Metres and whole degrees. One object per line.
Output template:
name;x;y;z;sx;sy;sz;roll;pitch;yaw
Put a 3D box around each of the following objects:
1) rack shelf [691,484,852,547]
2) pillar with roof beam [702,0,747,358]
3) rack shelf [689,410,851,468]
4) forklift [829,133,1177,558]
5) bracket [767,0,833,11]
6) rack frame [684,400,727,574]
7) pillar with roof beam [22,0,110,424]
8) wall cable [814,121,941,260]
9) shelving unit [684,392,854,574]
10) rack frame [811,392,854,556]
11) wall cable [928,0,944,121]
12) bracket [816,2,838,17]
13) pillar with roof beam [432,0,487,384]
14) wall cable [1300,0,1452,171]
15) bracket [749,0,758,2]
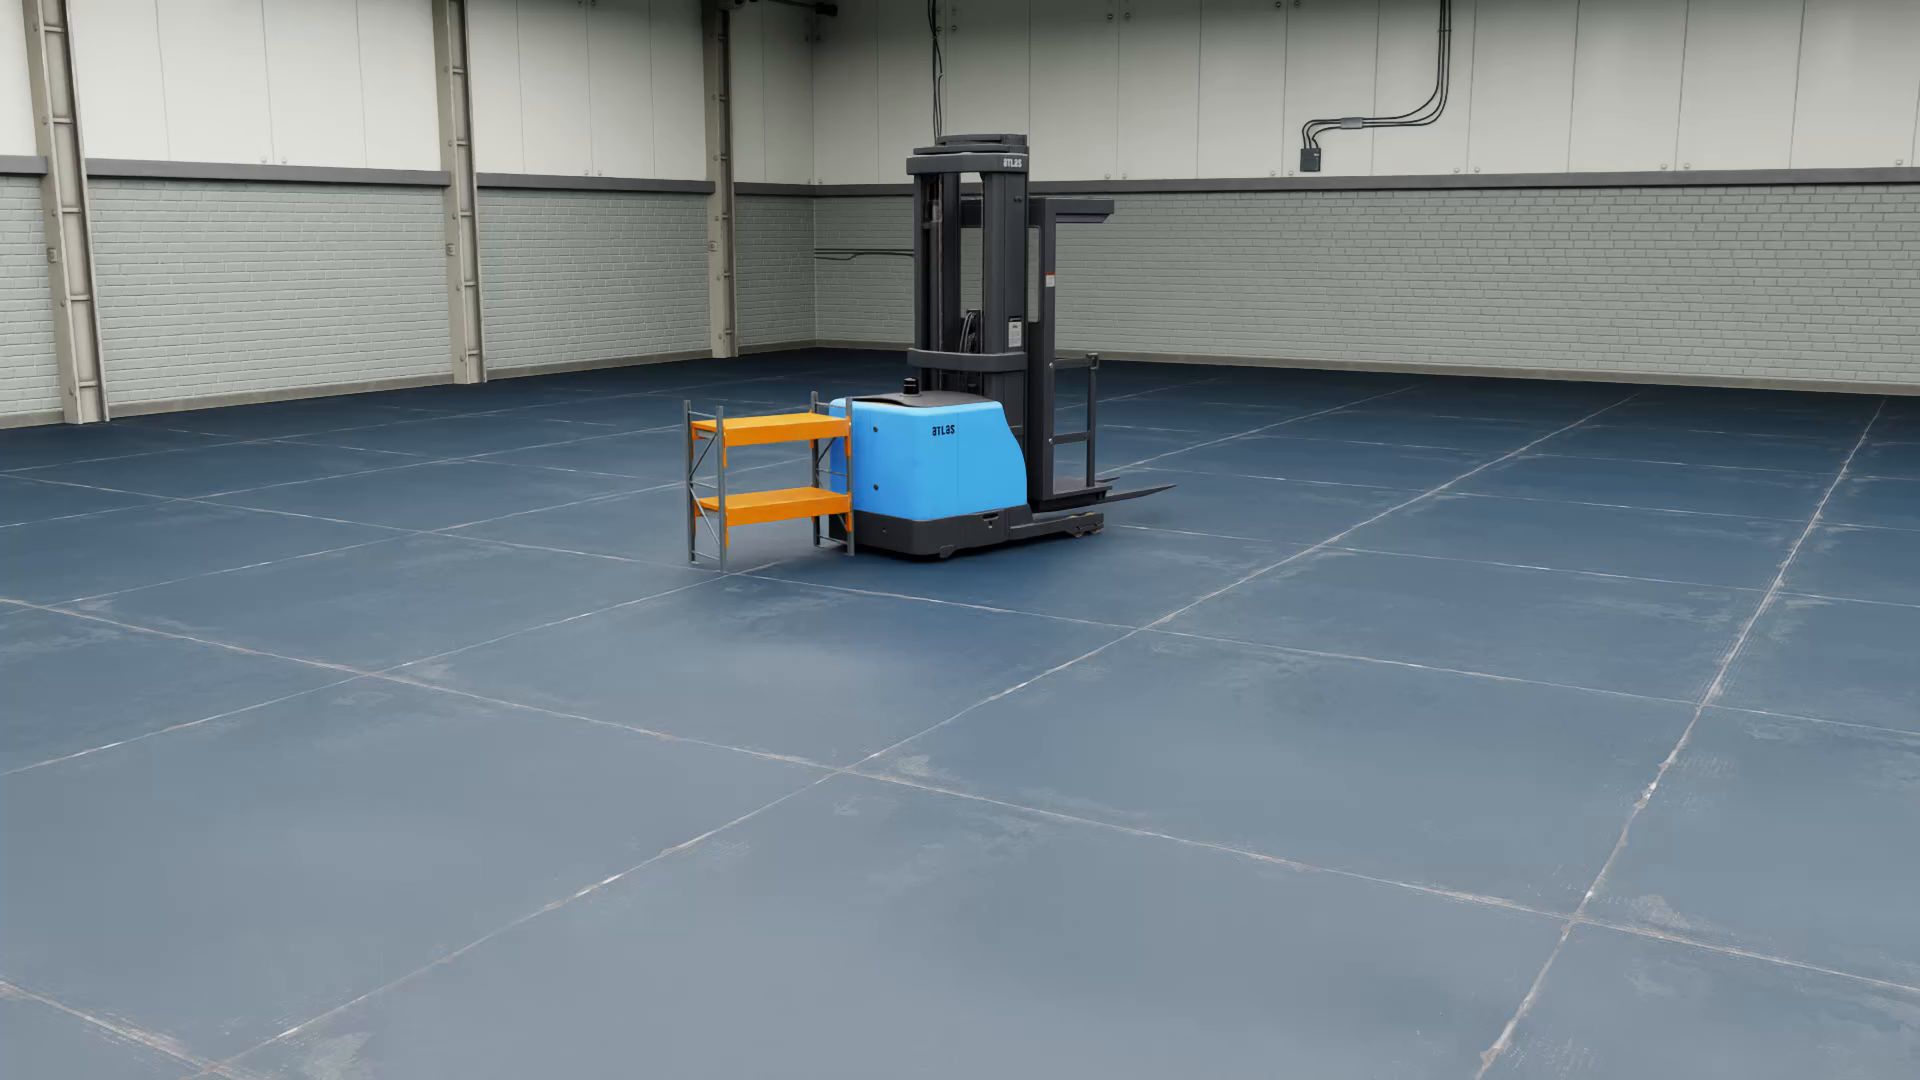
rack shelf;-1.317;-0.180;11.600;1.000;0.278;0.538;-8;13;-36
pillar with roof beam;-0.571;-7.320;27.015;9.100;9.000;0.548;6;12;31
rack shelf;-1.317;-0.708;11.501;1.000;0.278;0.538;-8;13;-36
forklift;0.452;-1.522;12.531;3.031;2.935;1.130;-10;15;-43
bracket;-2.808;-9.812;30.543;0.076;0.066;3.189;6;12;31
rack frame;-1.724;-0.364;11.257;0.032;1.125;0.500;-8;13;-36
pillar with roof beam;-6.801;-5.433;16.934;9.100;9.000;0.400;6;12;31
wall cable;-1.591;-6.542;31.298;3.097;2.526;0.112;6;12;31
shelving unit;-1.317;-0.420;11.555;1.048;1.125;0.538;-8;13;-36
rack frame;-0.909;-0.476;11.854;0.032;1.125;0.500;-8;13;-36
wall cable;0.721;-8.766;29.453;3.097;2.526;0.112;6;12;31
bracket;-2.501;-9.905;31.039;0.235;0.232;0.430;6;12;31
pillar with roof beam;-3.686;-6.377;21.975;9.100;9.000;0.400;6;12;31
wall cable;6.515;-8.831;25.841;2.305;6.003;0.169;6;12;31
bracket;-3.732;-9.532;29.048;0.235;0.232;0.430;6;12;31
